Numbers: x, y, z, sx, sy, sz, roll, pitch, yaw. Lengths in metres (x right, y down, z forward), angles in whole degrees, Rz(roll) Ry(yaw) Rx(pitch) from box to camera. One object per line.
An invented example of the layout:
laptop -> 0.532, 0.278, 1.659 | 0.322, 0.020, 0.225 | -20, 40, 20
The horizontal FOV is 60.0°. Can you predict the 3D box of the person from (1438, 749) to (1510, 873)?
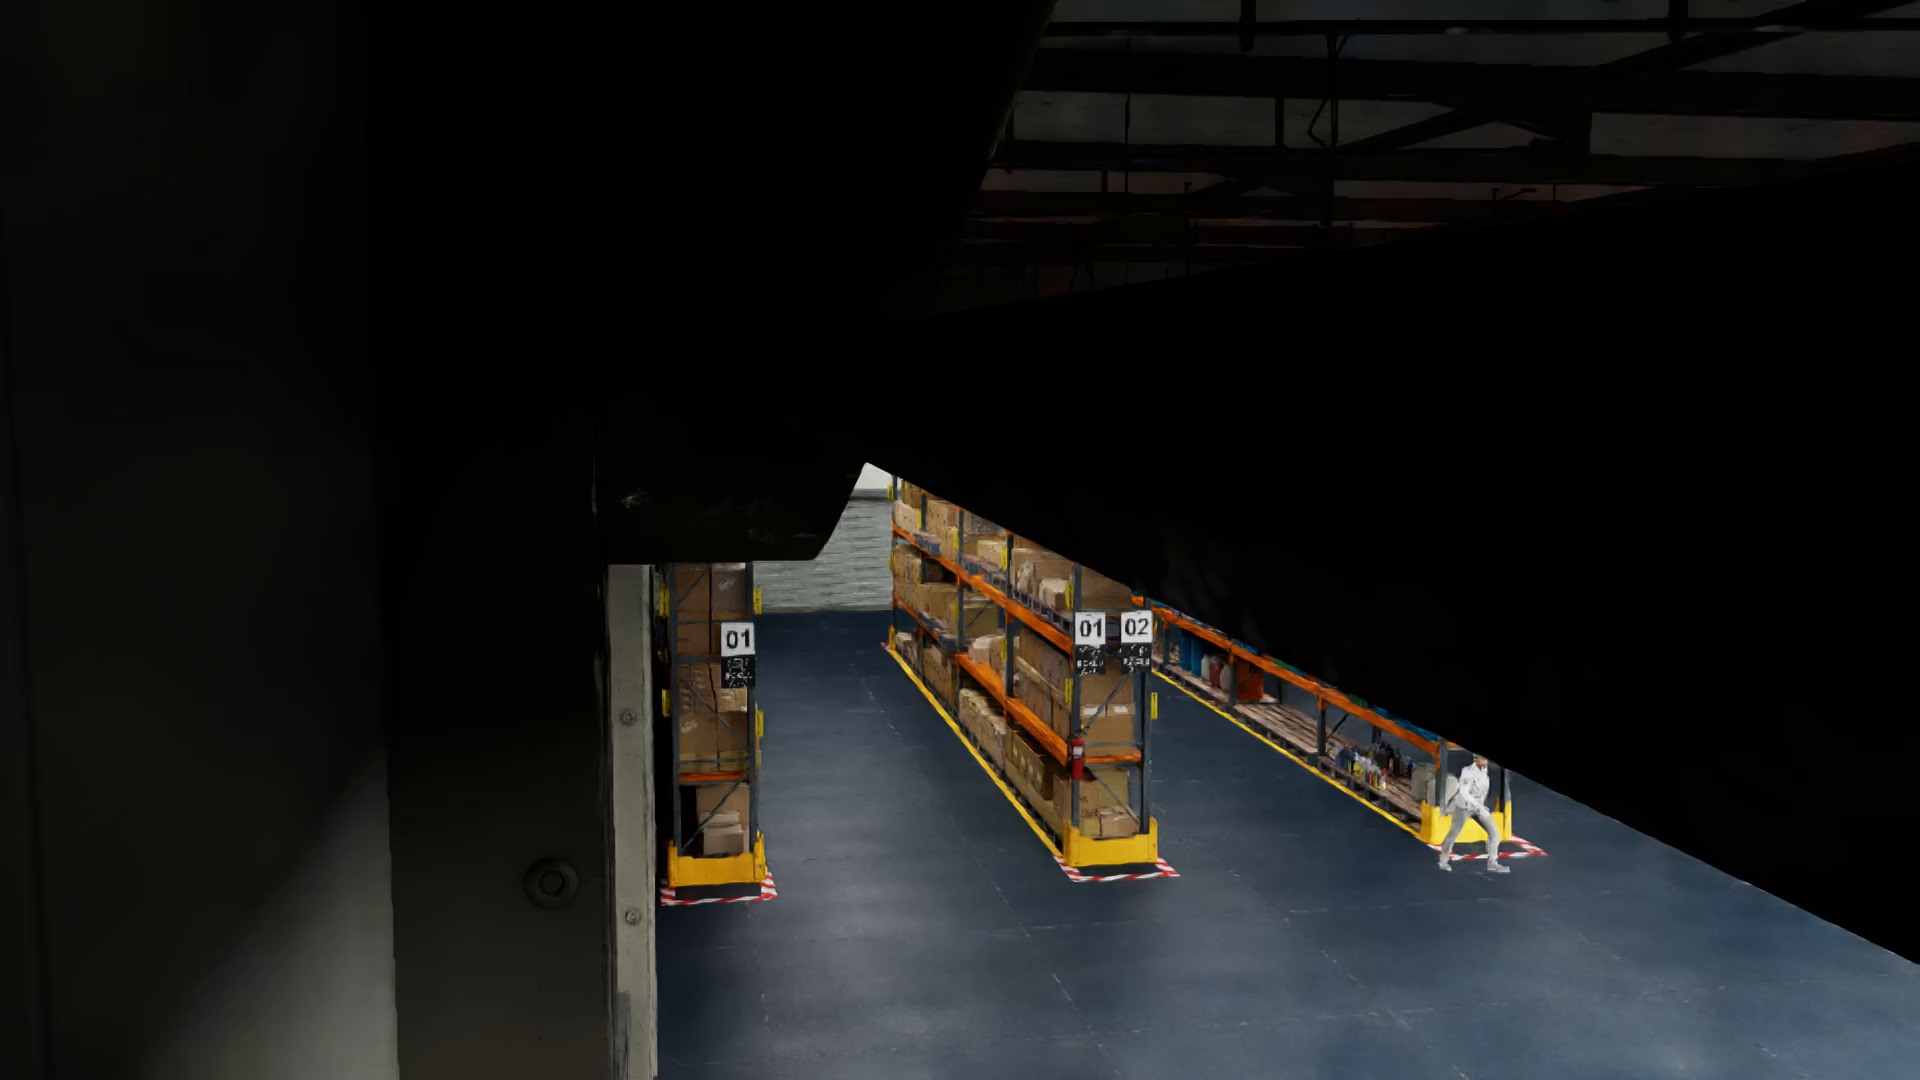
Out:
person -> 6.326, 3.307, 20.546 | 0.640, 1.617, 0.771 | -4, 7, -30
